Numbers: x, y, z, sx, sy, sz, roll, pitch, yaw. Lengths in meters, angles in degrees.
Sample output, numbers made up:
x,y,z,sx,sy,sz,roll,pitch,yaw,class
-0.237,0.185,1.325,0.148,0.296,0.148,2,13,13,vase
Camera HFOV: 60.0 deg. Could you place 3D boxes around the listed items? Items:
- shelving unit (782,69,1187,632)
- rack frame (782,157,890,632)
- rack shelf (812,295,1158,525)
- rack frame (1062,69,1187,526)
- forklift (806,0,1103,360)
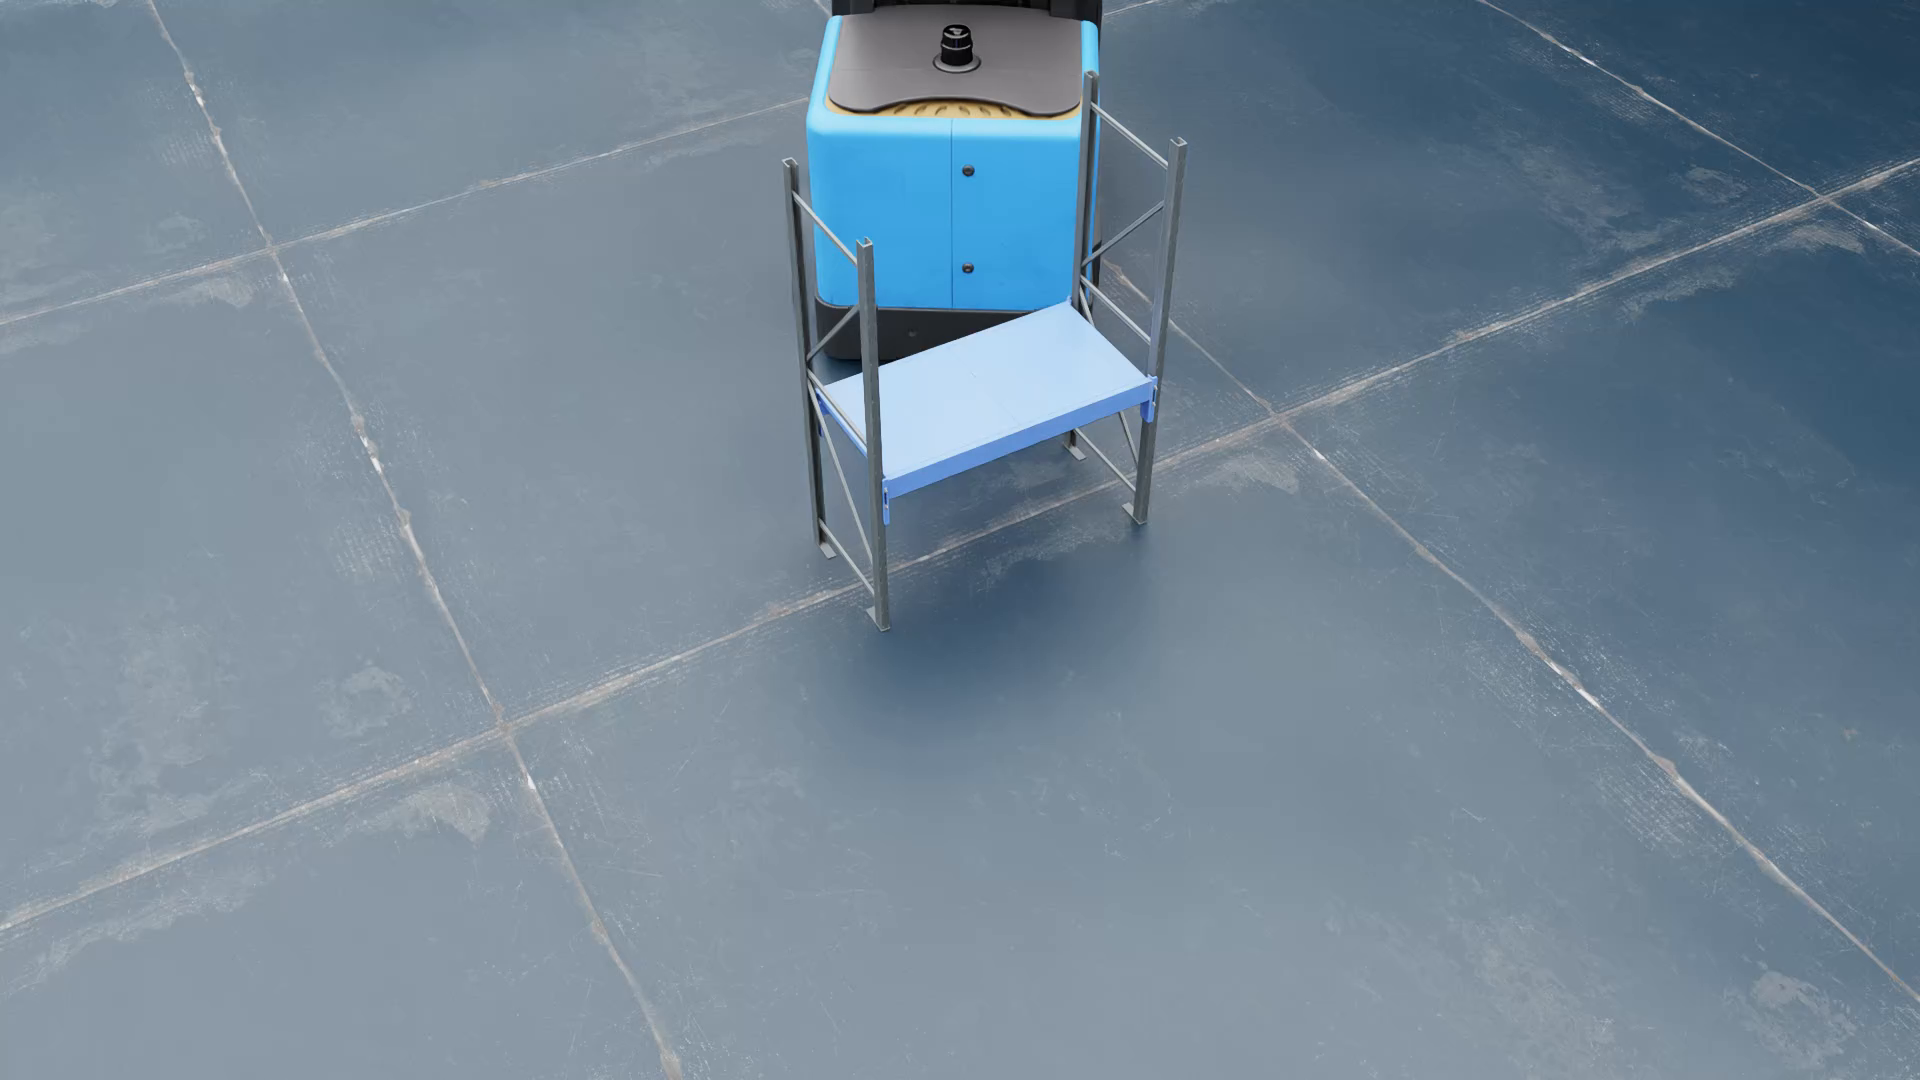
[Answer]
x,y,z,sx,sy,sz,roll,pitch,yaw,class
0.074,-0.568,5.258,1.048,1.500,0.538,-22,48,-21,shelving unit
-0.367,-0.391,5.076,0.032,1.500,0.500,-22,48,-21,rack frame
0.074,-0.439,5.383,1.000,0.185,0.538,-22,48,-21,rack shelf
0.515,-0.744,5.440,0.032,1.500,0.500,-22,48,-21,rack frame
0.039,-2.733,6.461,1.130,2.935,3.031,2,44,2,forklift
